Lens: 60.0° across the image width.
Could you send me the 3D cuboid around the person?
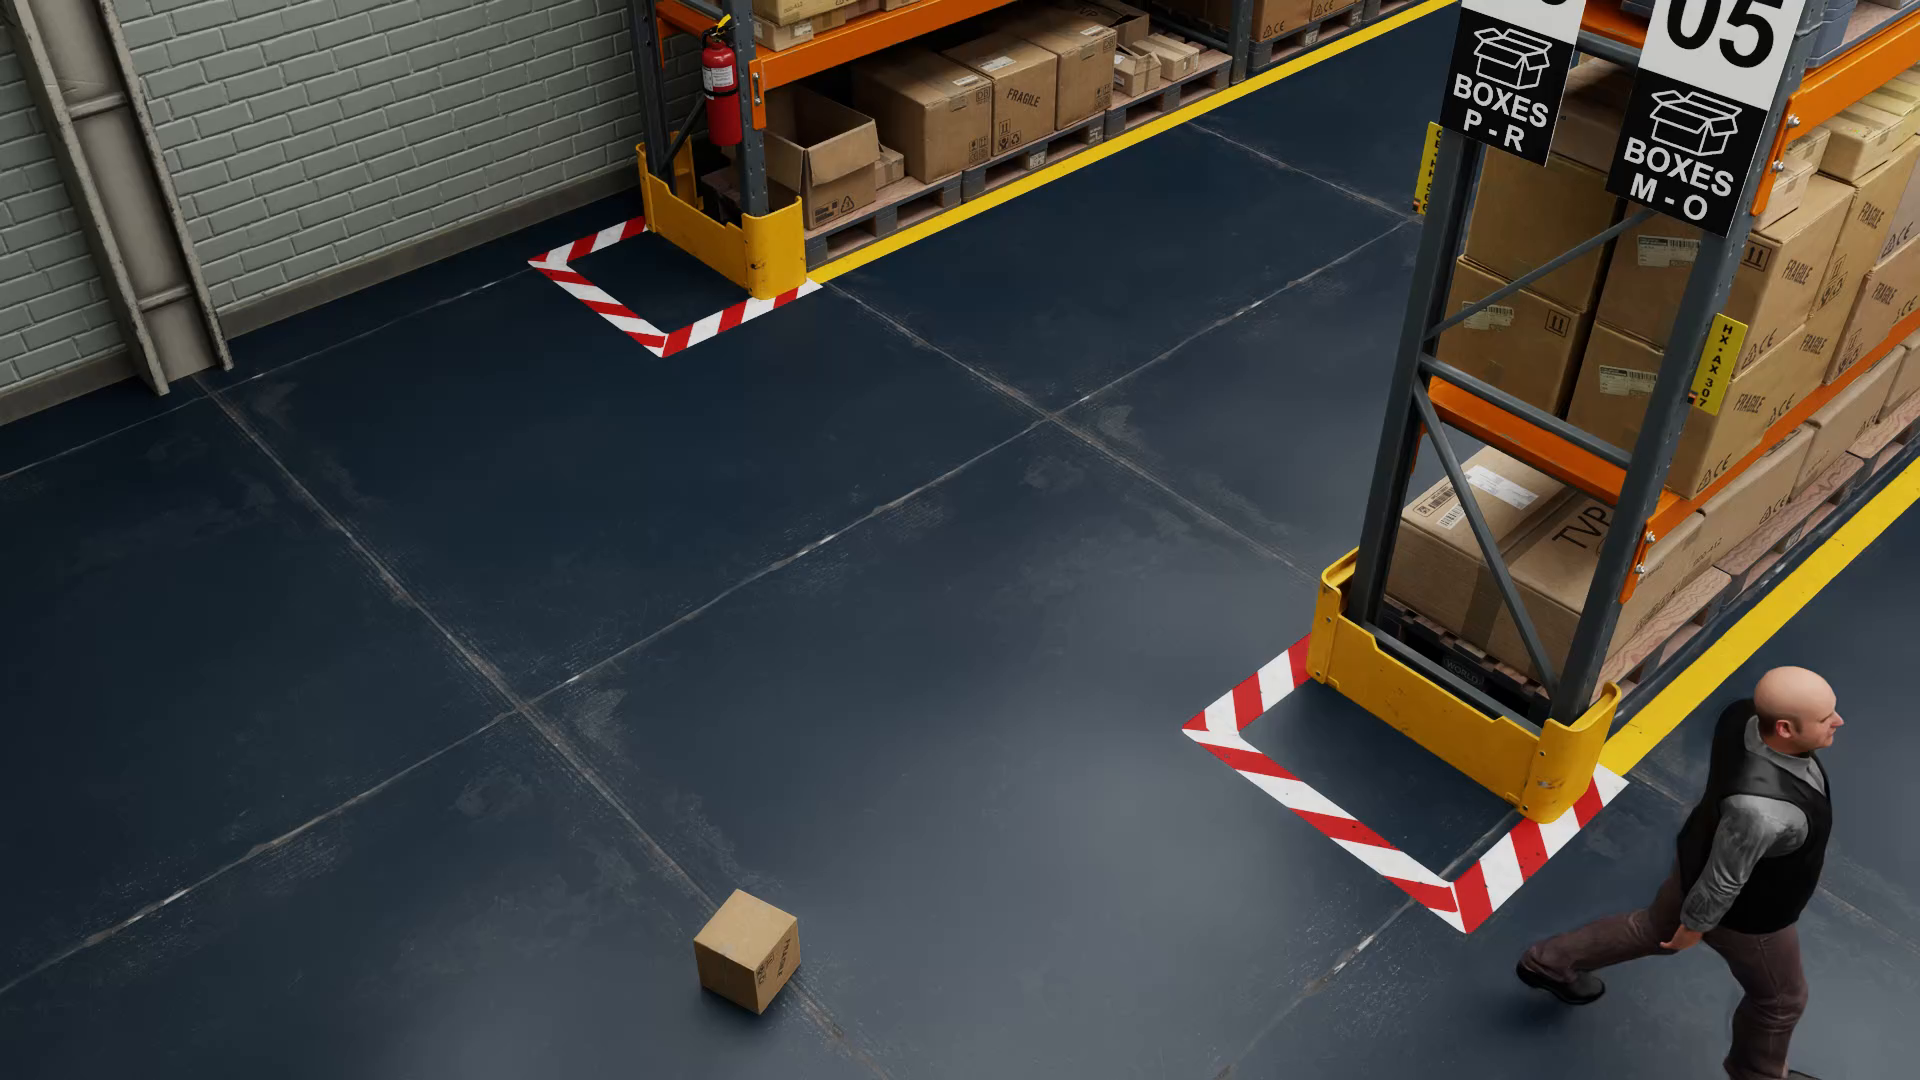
[{"bbox_3d":[2.319,1.012,4.954,0.998,1.677,0.537,10,41,11],"label":"person"}]
